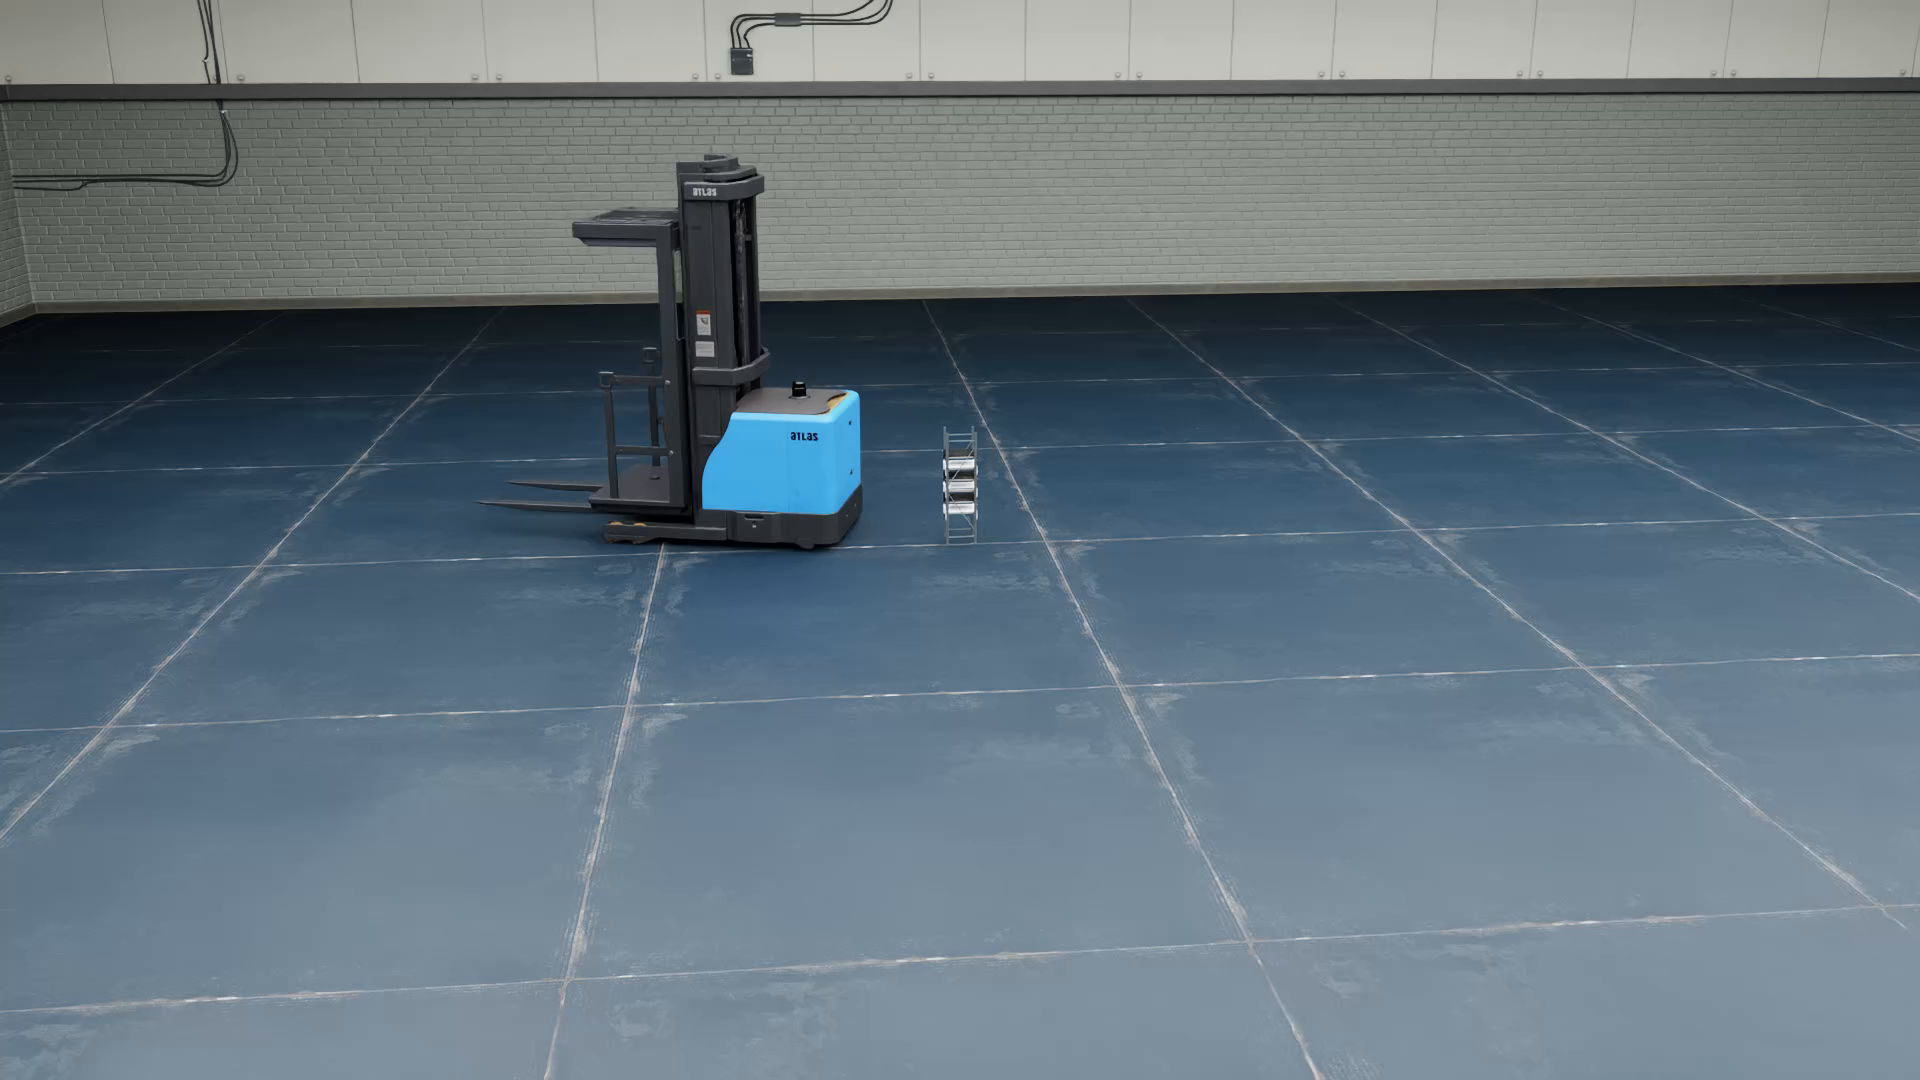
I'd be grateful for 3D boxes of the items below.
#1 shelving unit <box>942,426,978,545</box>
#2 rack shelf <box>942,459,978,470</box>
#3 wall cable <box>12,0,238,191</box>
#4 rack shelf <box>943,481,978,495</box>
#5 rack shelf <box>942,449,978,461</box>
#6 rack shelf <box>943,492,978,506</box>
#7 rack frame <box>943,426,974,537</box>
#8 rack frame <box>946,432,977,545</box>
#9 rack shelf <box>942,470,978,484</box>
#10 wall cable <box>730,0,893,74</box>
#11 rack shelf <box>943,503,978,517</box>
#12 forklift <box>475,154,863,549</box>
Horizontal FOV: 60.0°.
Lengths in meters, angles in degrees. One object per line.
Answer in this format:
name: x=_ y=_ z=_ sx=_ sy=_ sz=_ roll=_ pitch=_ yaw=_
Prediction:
shelving unit: x=0.001 y=-0.427 z=13.035 sx=0.258 sy=0.900 sz=0.210 roll=-2 pitch=18 yaw=-6
rack shelf: x=0.001 y=-0.567 z=12.991 sx=0.258 sy=0.077 sz=0.200 roll=-2 pitch=18 yaw=-6
wall cable: x=-11.492 y=-6.020 z=22.512 sx=3.097 sy=2.526 sz=0.112 roll=-2 pitch=18 yaw=-6
rack shelf: x=0.001 y=-0.395 z=13.045 sx=0.258 sy=0.077 sz=0.200 roll=-2 pitch=18 yaw=-6
rack shelf: x=0.001 y=-0.653 z=12.964 sx=0.258 sy=0.077 sz=0.200 roll=-2 pitch=18 yaw=-6
rack shelf: x=0.001 y=-0.309 z=13.072 sx=0.258 sy=0.077 sz=0.200 roll=-2 pitch=18 yaw=-6
rack frame: x=-0.010 y=-0.457 z=13.131 sx=0.240 sy=0.900 sz=0.006 roll=-2 pitch=18 yaw=-6
rack frame: x=0.011 y=-0.397 z=12.938 sx=0.240 sy=0.900 sz=0.006 roll=-2 pitch=18 yaw=-6
rack shelf: x=0.001 y=-0.481 z=13.018 sx=0.258 sy=0.077 sz=0.200 roll=-2 pitch=18 yaw=-6
wall cable: x=-2.048 y=-9.412 z=22.457 sx=2.305 sy=6.003 sz=0.169 roll=-2 pitch=18 yaw=-6
rack shelf: x=0.001 y=-0.223 z=13.098 sx=0.258 sy=0.077 sz=0.200 roll=-2 pitch=18 yaw=-6
forklift: x=-2.364 y=-1.518 z=13.119 sx=3.031 sy=2.935 sz=1.130 roll=3 pitch=18 yaw=9
